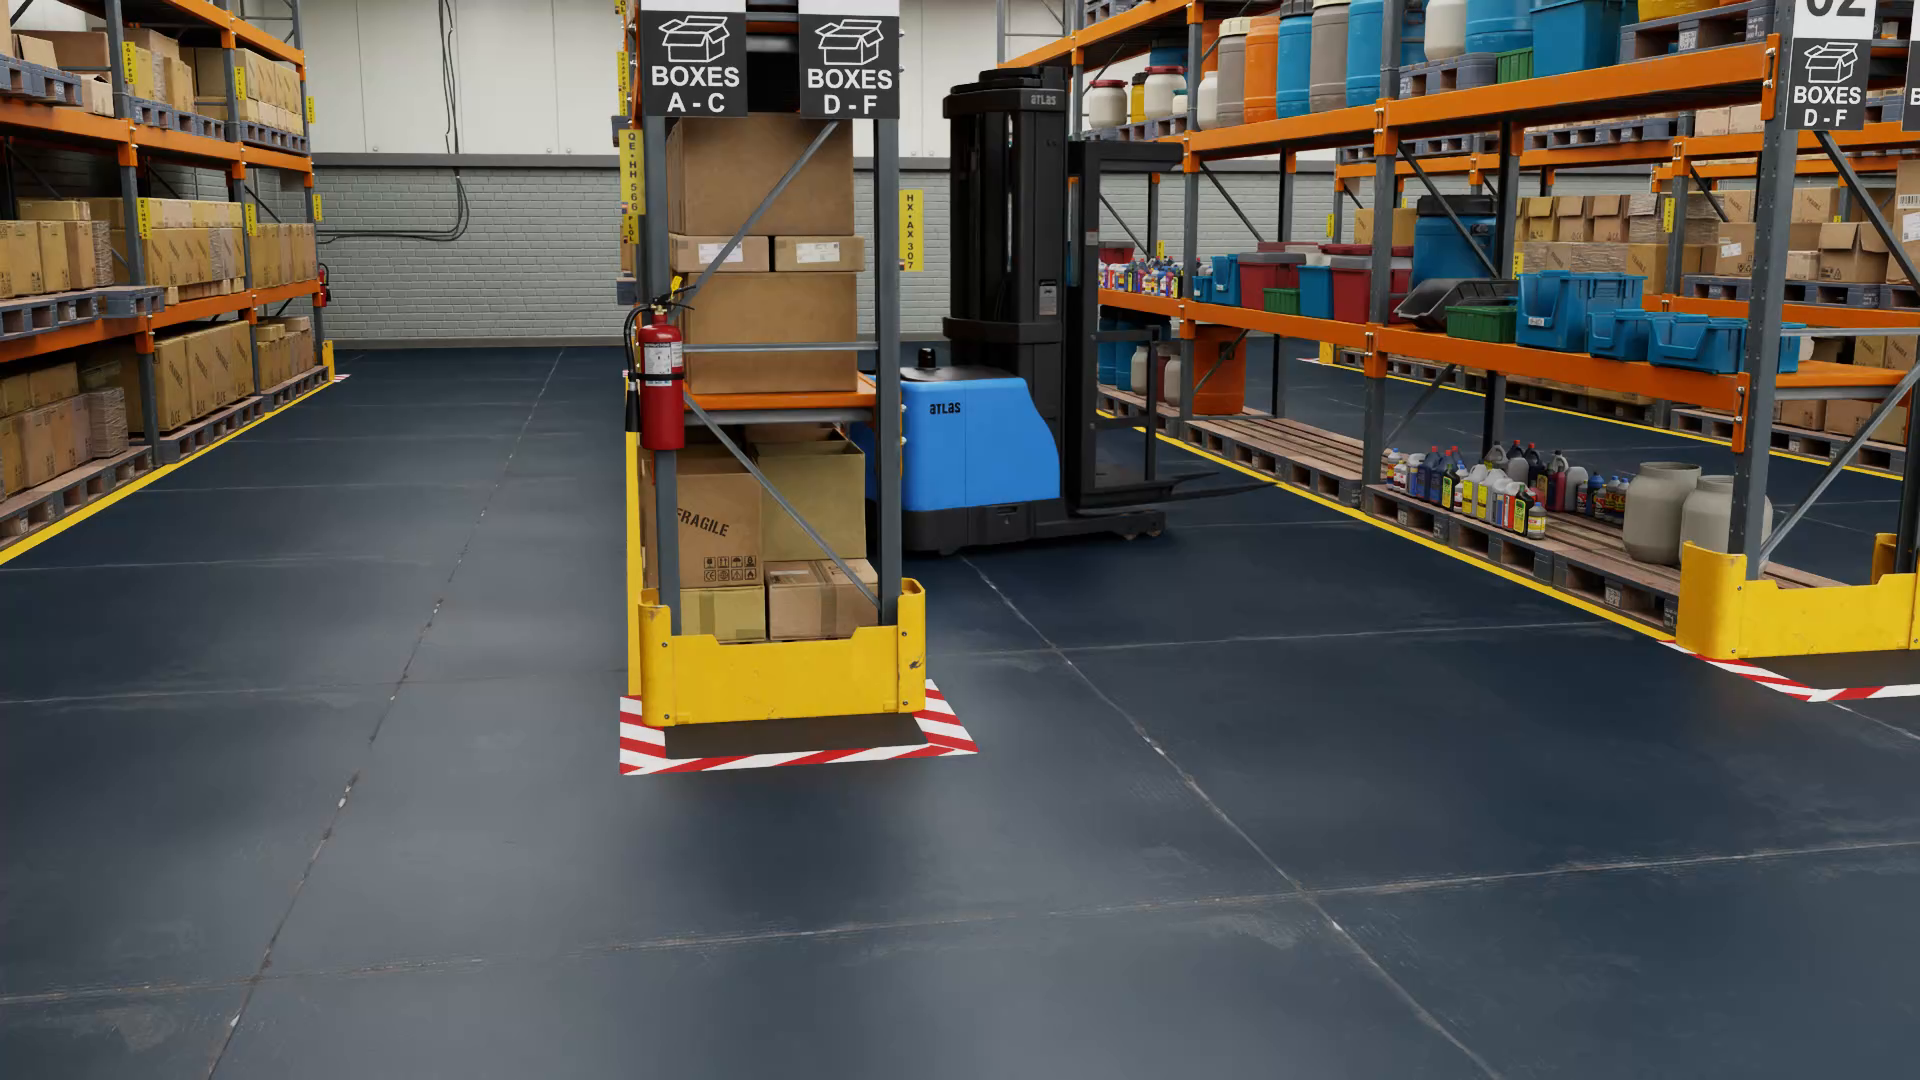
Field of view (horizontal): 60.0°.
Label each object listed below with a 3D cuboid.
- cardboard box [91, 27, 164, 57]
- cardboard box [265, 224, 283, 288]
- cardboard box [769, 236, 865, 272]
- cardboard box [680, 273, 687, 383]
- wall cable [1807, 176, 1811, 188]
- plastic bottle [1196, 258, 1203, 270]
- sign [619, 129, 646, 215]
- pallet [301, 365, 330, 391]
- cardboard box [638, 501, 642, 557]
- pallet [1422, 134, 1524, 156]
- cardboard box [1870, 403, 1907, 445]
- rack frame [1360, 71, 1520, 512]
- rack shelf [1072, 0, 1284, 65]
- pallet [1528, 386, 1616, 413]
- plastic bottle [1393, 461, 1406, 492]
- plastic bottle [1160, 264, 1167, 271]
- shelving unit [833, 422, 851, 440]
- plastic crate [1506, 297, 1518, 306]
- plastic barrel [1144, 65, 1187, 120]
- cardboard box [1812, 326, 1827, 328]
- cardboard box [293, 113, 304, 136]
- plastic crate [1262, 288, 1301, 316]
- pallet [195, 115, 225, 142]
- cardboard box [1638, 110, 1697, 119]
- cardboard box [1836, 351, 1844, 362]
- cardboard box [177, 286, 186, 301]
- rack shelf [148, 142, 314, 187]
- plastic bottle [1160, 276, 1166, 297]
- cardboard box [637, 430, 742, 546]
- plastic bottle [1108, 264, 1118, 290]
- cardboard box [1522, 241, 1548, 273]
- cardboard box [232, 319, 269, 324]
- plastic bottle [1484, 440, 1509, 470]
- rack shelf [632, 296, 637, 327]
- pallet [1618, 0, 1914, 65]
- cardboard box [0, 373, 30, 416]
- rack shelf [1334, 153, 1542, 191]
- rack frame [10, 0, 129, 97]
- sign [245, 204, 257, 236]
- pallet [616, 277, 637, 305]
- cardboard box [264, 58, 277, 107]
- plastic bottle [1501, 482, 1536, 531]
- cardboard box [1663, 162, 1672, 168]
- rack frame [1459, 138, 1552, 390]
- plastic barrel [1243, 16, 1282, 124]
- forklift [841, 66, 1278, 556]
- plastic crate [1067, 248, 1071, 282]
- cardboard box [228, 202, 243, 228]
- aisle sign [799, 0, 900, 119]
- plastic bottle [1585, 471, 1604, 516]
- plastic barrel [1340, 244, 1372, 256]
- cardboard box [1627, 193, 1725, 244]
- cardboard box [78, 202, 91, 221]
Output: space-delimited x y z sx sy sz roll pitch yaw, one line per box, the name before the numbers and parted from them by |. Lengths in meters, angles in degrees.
cardboard box | -7.773 -4.634 15.548 0.500 0.250 0.500 -2 11 -13
cardboard box | -8.164 -3.175 18.553 0.980 0.700 0.700 -2 11 -12
cardboard box | -0.611 -1.221 7.087 0.380 0.149 0.250 -2 11 -11
cardboard box | -0.931 -1.005 7.686 0.700 0.500 0.500 -2 11 -10
wall cable | 15.851 -6.014 31.554 0.588 1.984 0.122 -2 11 -11
plastic bottle | 2.494 -2.771 17.364 0.144 0.351 0.185 -2 11 -11
sign | -1.280 -1.441 6.517 0.100 0.325 0.005 -2 11 -11
pallet | -8.483 -2.013 20.710 1.003 0.211 1.213 -2 11 -11
cardboard box | -1.546 -0.083 9.340 0.500 0.250 0.500 -2 11 -11
pallet | 6.490 -4.914 20.708 1.003 0.211 1.213 -2 11 -11
cardboard box | 8.022 -1.056 13.733 0.700 0.500 0.500 -2 11 -11
rack frame | 3.336 -1.686 11.535 1.000 3.000 0.127 -2 11 -11
rack shelf | 2.169 -5.184 16.860 1.077 0.370 4.000 -2 11 -11
pallet | 7.103 -1.601 18.544 1.003 0.211 1.213 -2 11 -11
plastic bottle | 2.988 -0.435 11.267 0.097 0.201 0.097 0 11 0
plastic bottle | 2.224 -2.863 18.058 0.097 0.271 0.097 0 11 0
shelving unit | -0.829 -0.568 10.423 0.258 1.200 0.189 -2 17 -12
plastic crate | 3.818 -1.420 10.534 0.499 0.251 0.616 -2 11 -11
plastic barrel | 2.065 -4.486 16.736 0.433 0.535 0.433 0 11 0
cardboard box | 11.567 -2.762 22.095 0.380 0.149 0.250 -2 11 -12
cardboard box | -8.313 -5.058 20.235 0.500 0.250 0.500 -2 11 -9
plastic crate | 2.720 -1.892 13.179 0.450 0.188 0.662 -2 11 -11
pallet | -7.711 -4.007 16.214 0.805 0.209 1.217 -3 11 -13
cardboard box | 7.227 -4.440 16.580 0.797 0.503 0.637 -1 11 -8
cardboard box | 11.716 -2.429 21.936 0.380 0.149 0.250 -2 11 -9
cardboard box | -7.274 -2.250 15.114 0.380 0.149 0.250 -2 11 -10
rack shelf | -8.327 -4.280 19.065 1.077 0.370 4.000 -2 11 -11
plastic bottle | 1.993 -2.463 16.147 0.097 0.201 0.097 0 11 0
cardboard box | -1.351 -0.268 8.306 0.500 0.500 0.500 -2 11 -11
plastic bottle | 1.676 -2.824 17.844 0.152 0.276 0.135 -2 11 -11
cardboard box | 6.678 -3.106 18.723 0.500 0.500 0.500 -2 11 -12
cardboard box | -8.554 -2.576 20.037 0.380 0.149 0.250 -2 11 -11
plastic bottle | 3.603 -0.488 11.148 0.144 0.351 0.185 -2 11 -11
rack shelf | -2.690 -2.254 16.441 1.077 0.370 4.000 -2 11 -11
pallet | 4.049 -2.489 8.233 1.003 0.211 1.213 -2 11 -11
cardboard box | -6.735 -0.993 11.395 0.500 0.250 0.500 -2 11 -13
rack shelf | 6.249 -4.821 21.904 1.077 0.370 4.000 -2 11 -11
rack frame | -7.160 -5.007 12.935 1.000 3.000 0.127 -2 11 -11
sign | -7.407 -3.345 17.363 0.100 0.325 0.005 -2 11 -11
pallet | -2.502 -2.268 15.104 1.213 0.211 1.003 -2 11 -11
cardboard box | -8.009 -5.143 18.675 0.500 0.500 0.500 -2 11 -11
plastic bottle | 3.305 -0.199 9.828 0.152 0.276 0.135 -2 11 -11
cardboard box | 10.582 -5.538 24.147 0.500 0.250 0.500 -2 11 -9
rack frame | 6.638 -3.334 20.190 1.000 3.000 0.127 -2 11 -11
plastic barrel | 2.632 -3.826 13.606 0.600 0.830 0.708 -2 11 -11
forklift | 0.750 -1.525 10.871 3.031 2.935 1.130 -6 13 -30
plastic crate | 1.355 -3.249 19.624 0.392 0.384 0.575 -2 11 -11
cardboard box | -7.596 -3.291 16.840 0.500 0.250 0.500 -2 11 -10
aisle sign | -0.432 -2.050 6.490 0.394 0.787 0.004 -2 11 -11
plastic bottle | 3.942 -0.291 10.323 0.097 0.271 0.097 0 11 0
plastic barrel | 3.222 -2.071 13.193 0.433 0.535 0.433 0 11 0
cardboard box | 7.290 -3.277 16.940 0.797 0.503 0.637 -2 11 -9
cardboard box | -7.063 -2.582 13.059 0.380 0.149 0.250 -4 11 -18
